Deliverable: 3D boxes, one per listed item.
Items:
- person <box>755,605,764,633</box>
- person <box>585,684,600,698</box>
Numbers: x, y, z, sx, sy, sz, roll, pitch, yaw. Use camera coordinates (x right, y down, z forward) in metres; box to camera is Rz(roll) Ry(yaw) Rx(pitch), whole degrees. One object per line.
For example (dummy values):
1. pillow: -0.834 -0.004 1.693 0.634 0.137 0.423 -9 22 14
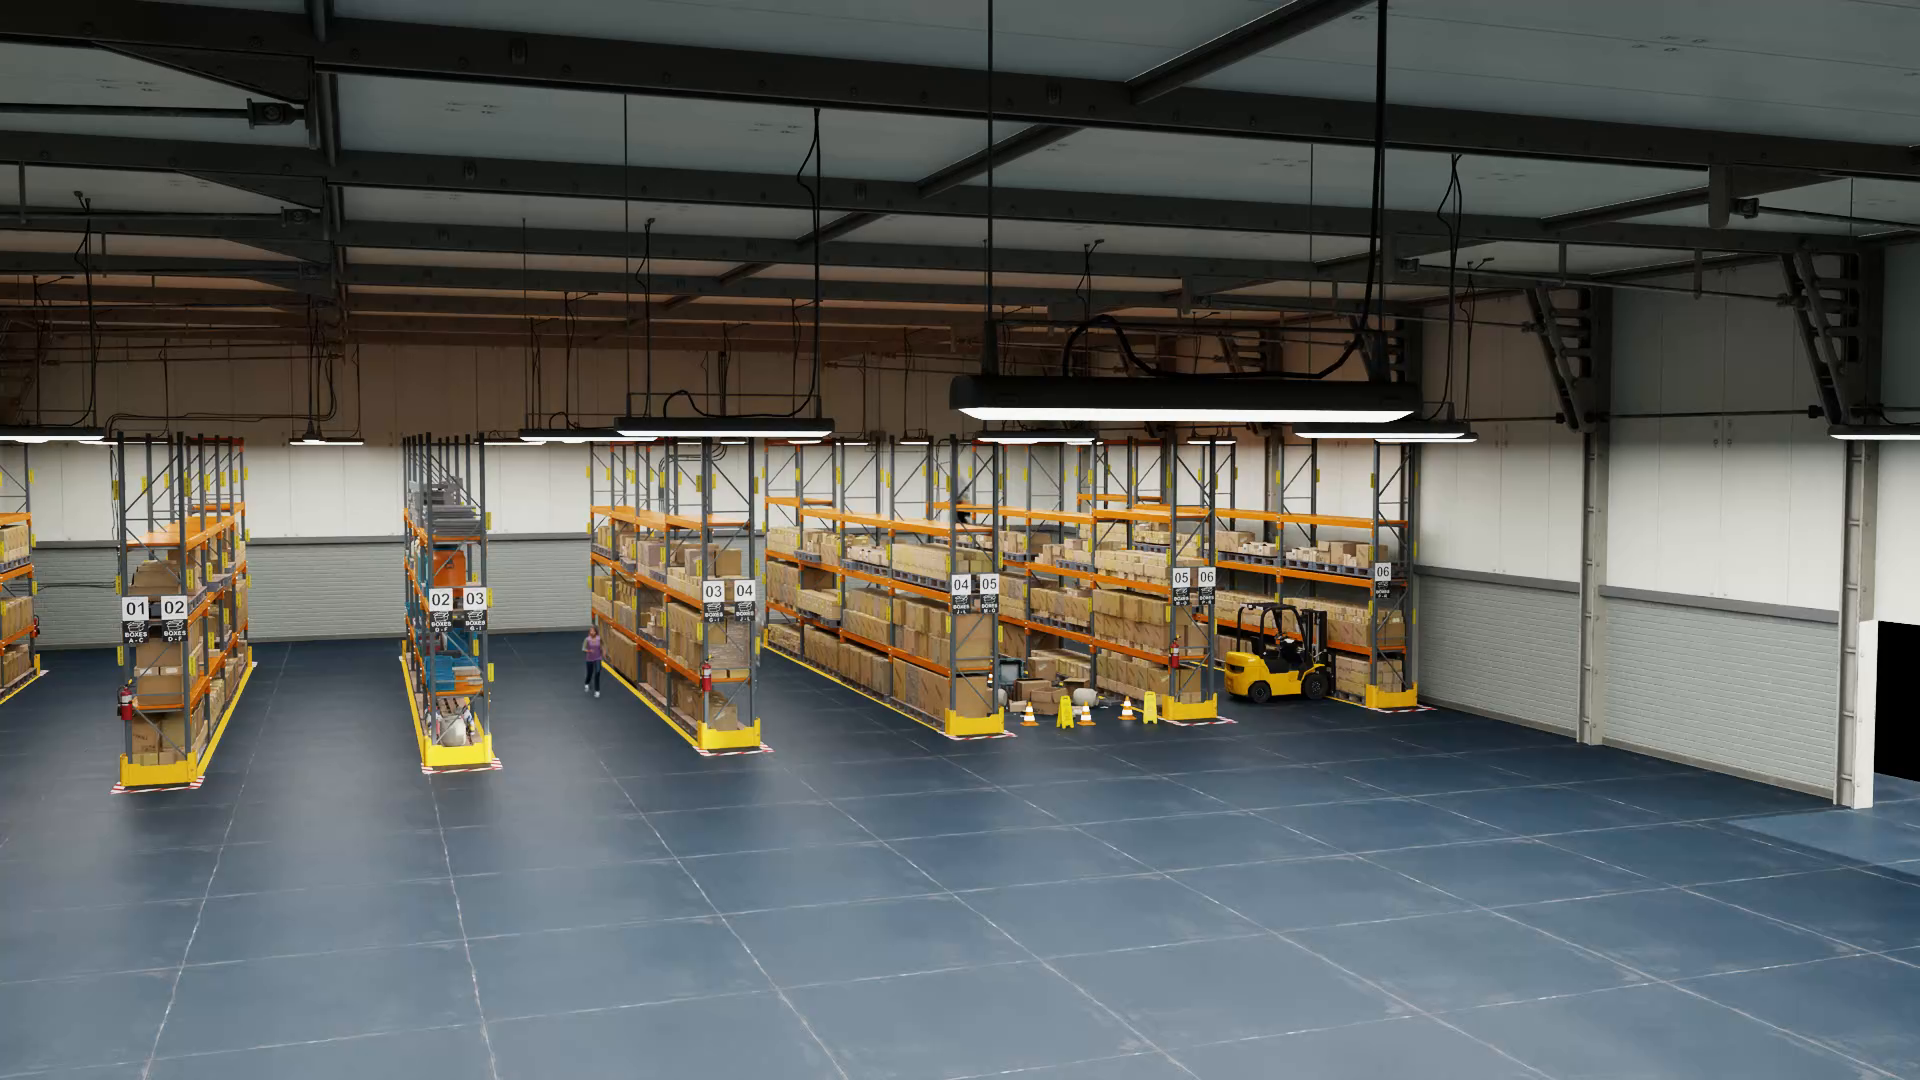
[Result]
1. person: -5.366 2.107 43.684 0.545 0.783 0.511 -1 3 -23
2. person: -8.495 3.436 38.408 0.271 0.333 0.881 -1 3 -18
